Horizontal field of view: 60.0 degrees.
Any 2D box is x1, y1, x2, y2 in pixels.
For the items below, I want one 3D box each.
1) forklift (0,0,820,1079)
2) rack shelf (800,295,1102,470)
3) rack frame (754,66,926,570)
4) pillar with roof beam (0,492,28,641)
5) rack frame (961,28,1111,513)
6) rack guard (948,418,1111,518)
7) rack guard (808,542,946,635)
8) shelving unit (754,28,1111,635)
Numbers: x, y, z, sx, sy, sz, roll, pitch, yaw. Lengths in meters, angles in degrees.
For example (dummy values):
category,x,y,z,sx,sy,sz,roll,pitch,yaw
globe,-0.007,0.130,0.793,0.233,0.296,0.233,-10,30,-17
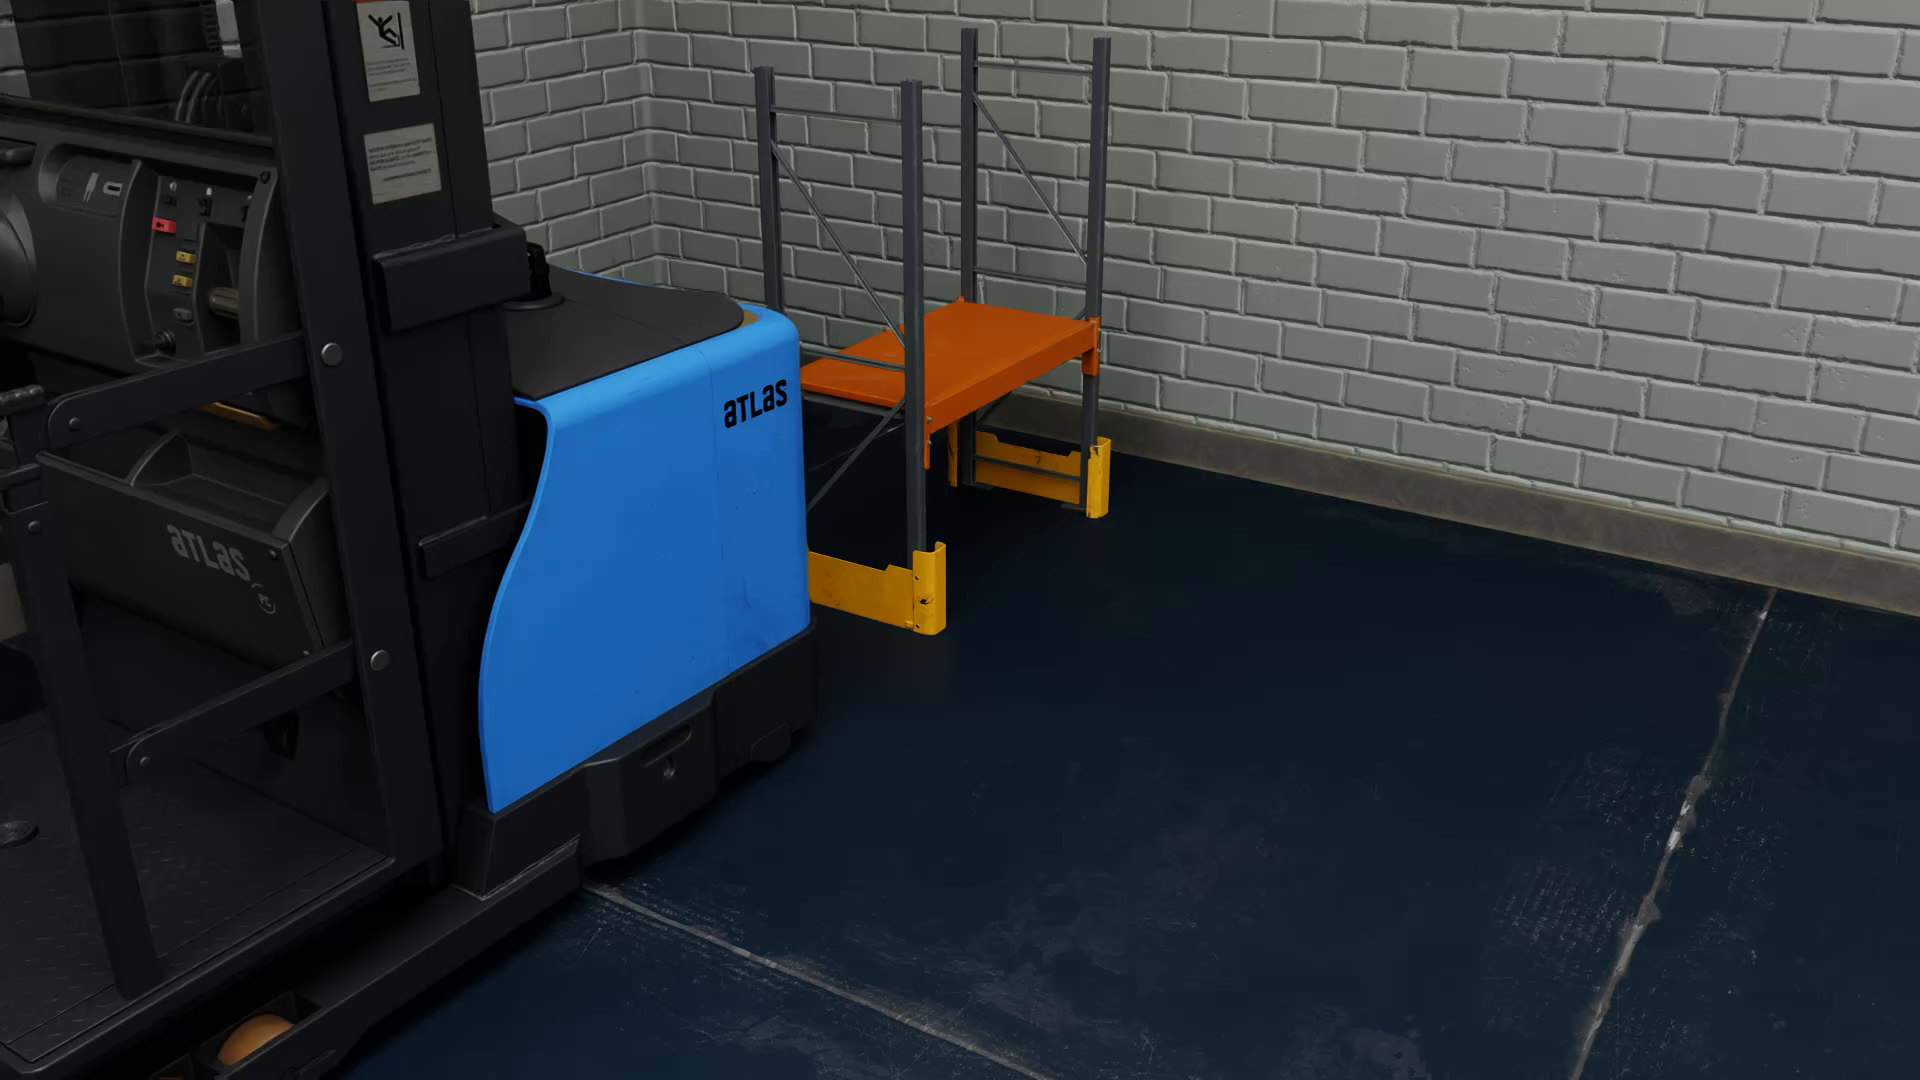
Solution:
category,x,y,z,sx,sy,sz,roll,pitch,yaw
forklift,-1.583,-0.489,2.691,1.130,2.935,3.031,15,28,31
rack shelf,-0.045,-0.494,4.957,0.538,0.185,1.000,14,27,29
rack frame,-0.313,-0.488,4.489,0.500,1.500,0.032,14,27,29
pillar with roof beam,0.947,-2.961,0.762,9.100,9.000,0.400,14,27,29
rack frame,0.223,-0.831,5.282,0.500,1.500,0.032,14,27,29
rack guard,0.222,-0.257,5.529,0.587,0.250,0.087,14,27,29
rack guard,-0.303,0.079,4.753,0.587,0.250,0.087,14,27,29
shelving unit,-0.040,-0.663,4.893,0.587,1.500,1.083,14,27,29
